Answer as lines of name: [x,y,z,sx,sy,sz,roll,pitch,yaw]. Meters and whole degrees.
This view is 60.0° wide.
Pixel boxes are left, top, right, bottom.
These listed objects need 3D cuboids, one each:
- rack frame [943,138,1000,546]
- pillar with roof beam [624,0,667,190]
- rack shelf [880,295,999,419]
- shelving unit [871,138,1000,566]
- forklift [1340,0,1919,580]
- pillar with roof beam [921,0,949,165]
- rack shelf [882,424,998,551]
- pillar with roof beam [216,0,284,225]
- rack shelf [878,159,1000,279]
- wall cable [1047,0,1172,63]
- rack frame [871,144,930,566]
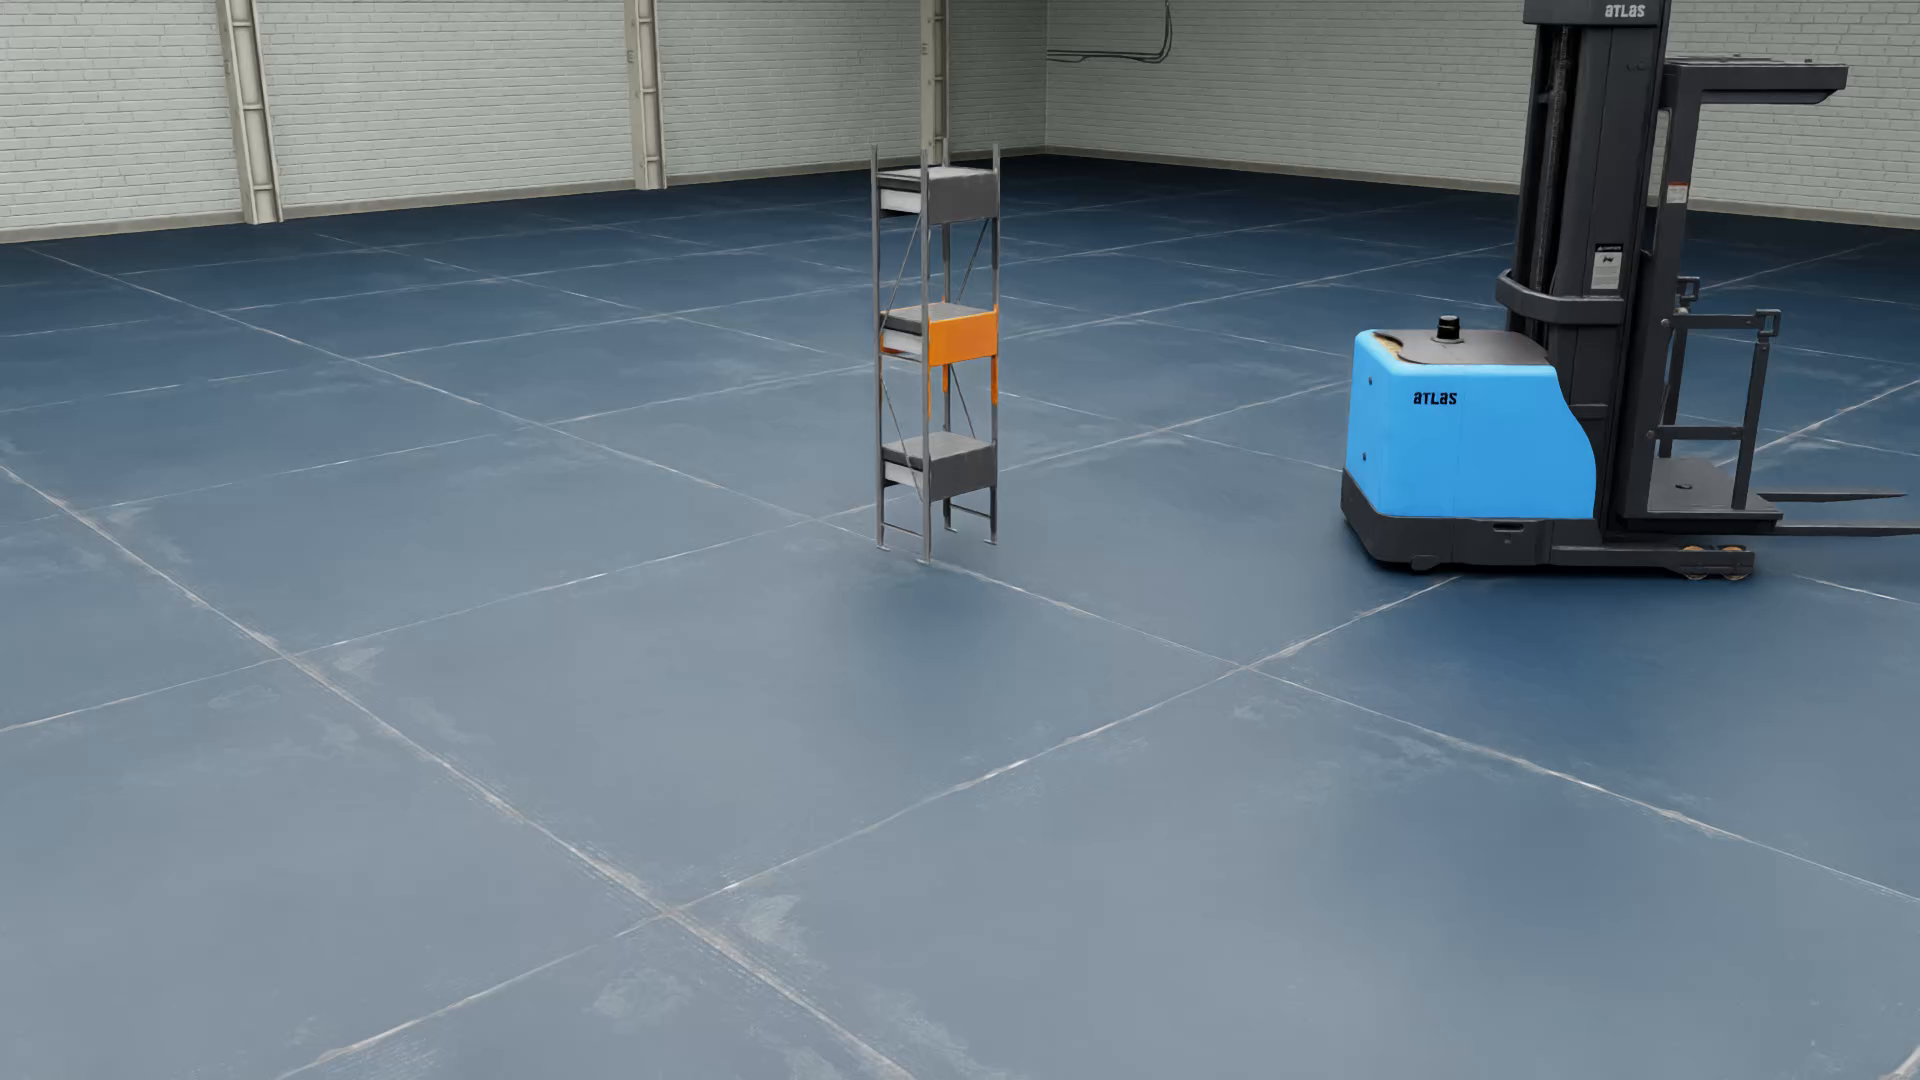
rack frame: [0.057,-1.015,8.712,0.015,2.100,0.400,-16,24,-41]
pillar with roof beam: [-1.840,-8.771,21.446,0.400,9.000,9.100,-16,24,-41]
rack shelf: [-0.120,-0.951,8.557,0.480,0.518,0.431,-16,24,-41]
shelving unit: [-0.120,-0.964,8.553,0.503,2.100,0.431,-16,24,-41]
forklift: [3.629,-1.360,8.426,3.031,2.935,1.130,1,18,2]
pillar with roof beam: [2.520,-10.042,25.367,0.400,9.000,9.100,-16,24,-41]
rack shelf: [-0.120,-0.285,8.773,0.480,0.518,0.431,-16,24,-41]
pillar with roof beam: [-6.200,-7.500,17.525,0.400,9.000,9.100,-16,24,-41]
rack shelf: [-0.120,-1.617,8.341,0.480,0.518,0.431,-16,24,-41]
wall cable: [2.611,-9.858,29.833,0.112,2.526,3.097,-16,24,-41]
rack frame: [-0.298,-0.912,8.393,0.015,2.100,0.400,-16,24,-41]
